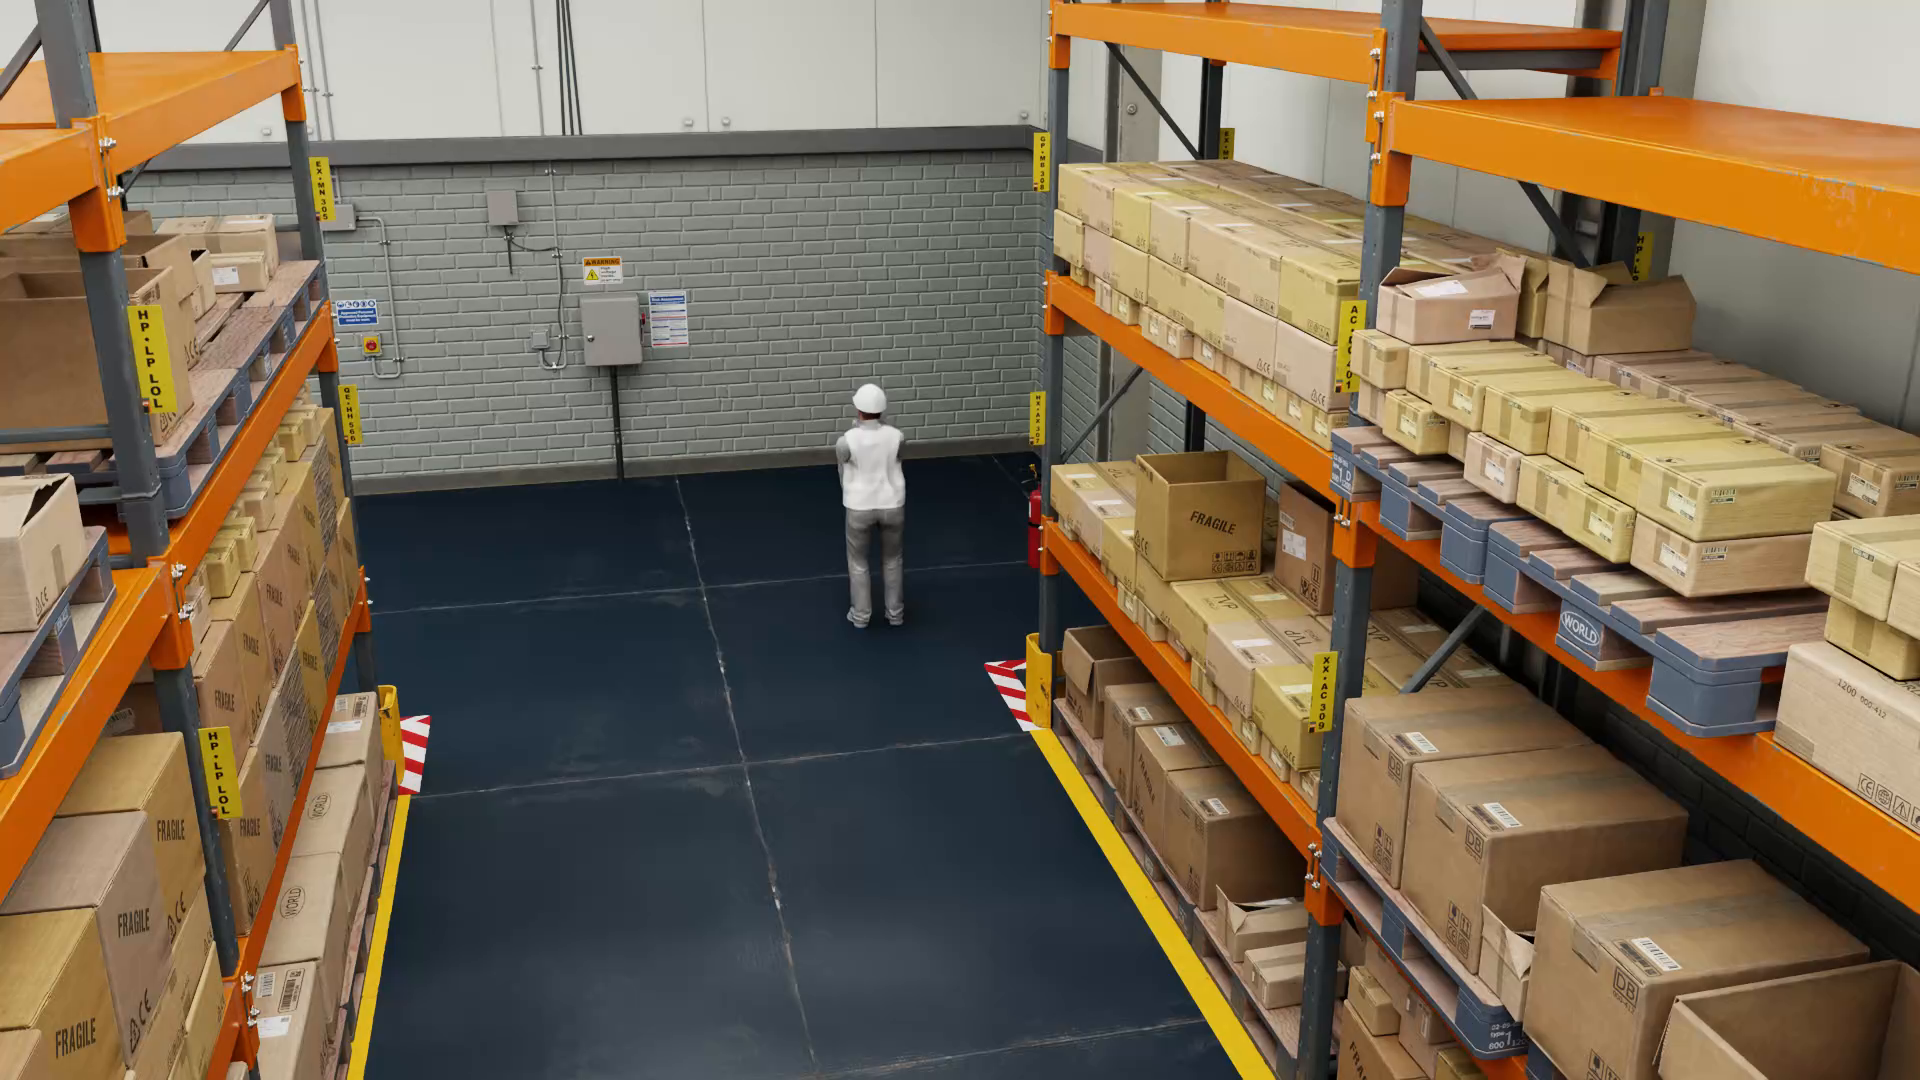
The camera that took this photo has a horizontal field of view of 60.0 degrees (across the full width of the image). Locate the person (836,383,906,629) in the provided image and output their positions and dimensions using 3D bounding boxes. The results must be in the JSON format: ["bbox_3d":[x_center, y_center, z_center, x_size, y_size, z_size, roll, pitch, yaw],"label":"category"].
[{"bbox_3d":[-0.640,-0.268,11.795,0.495,1.772,0.558,-5,20,-13],"label":"person"}]
